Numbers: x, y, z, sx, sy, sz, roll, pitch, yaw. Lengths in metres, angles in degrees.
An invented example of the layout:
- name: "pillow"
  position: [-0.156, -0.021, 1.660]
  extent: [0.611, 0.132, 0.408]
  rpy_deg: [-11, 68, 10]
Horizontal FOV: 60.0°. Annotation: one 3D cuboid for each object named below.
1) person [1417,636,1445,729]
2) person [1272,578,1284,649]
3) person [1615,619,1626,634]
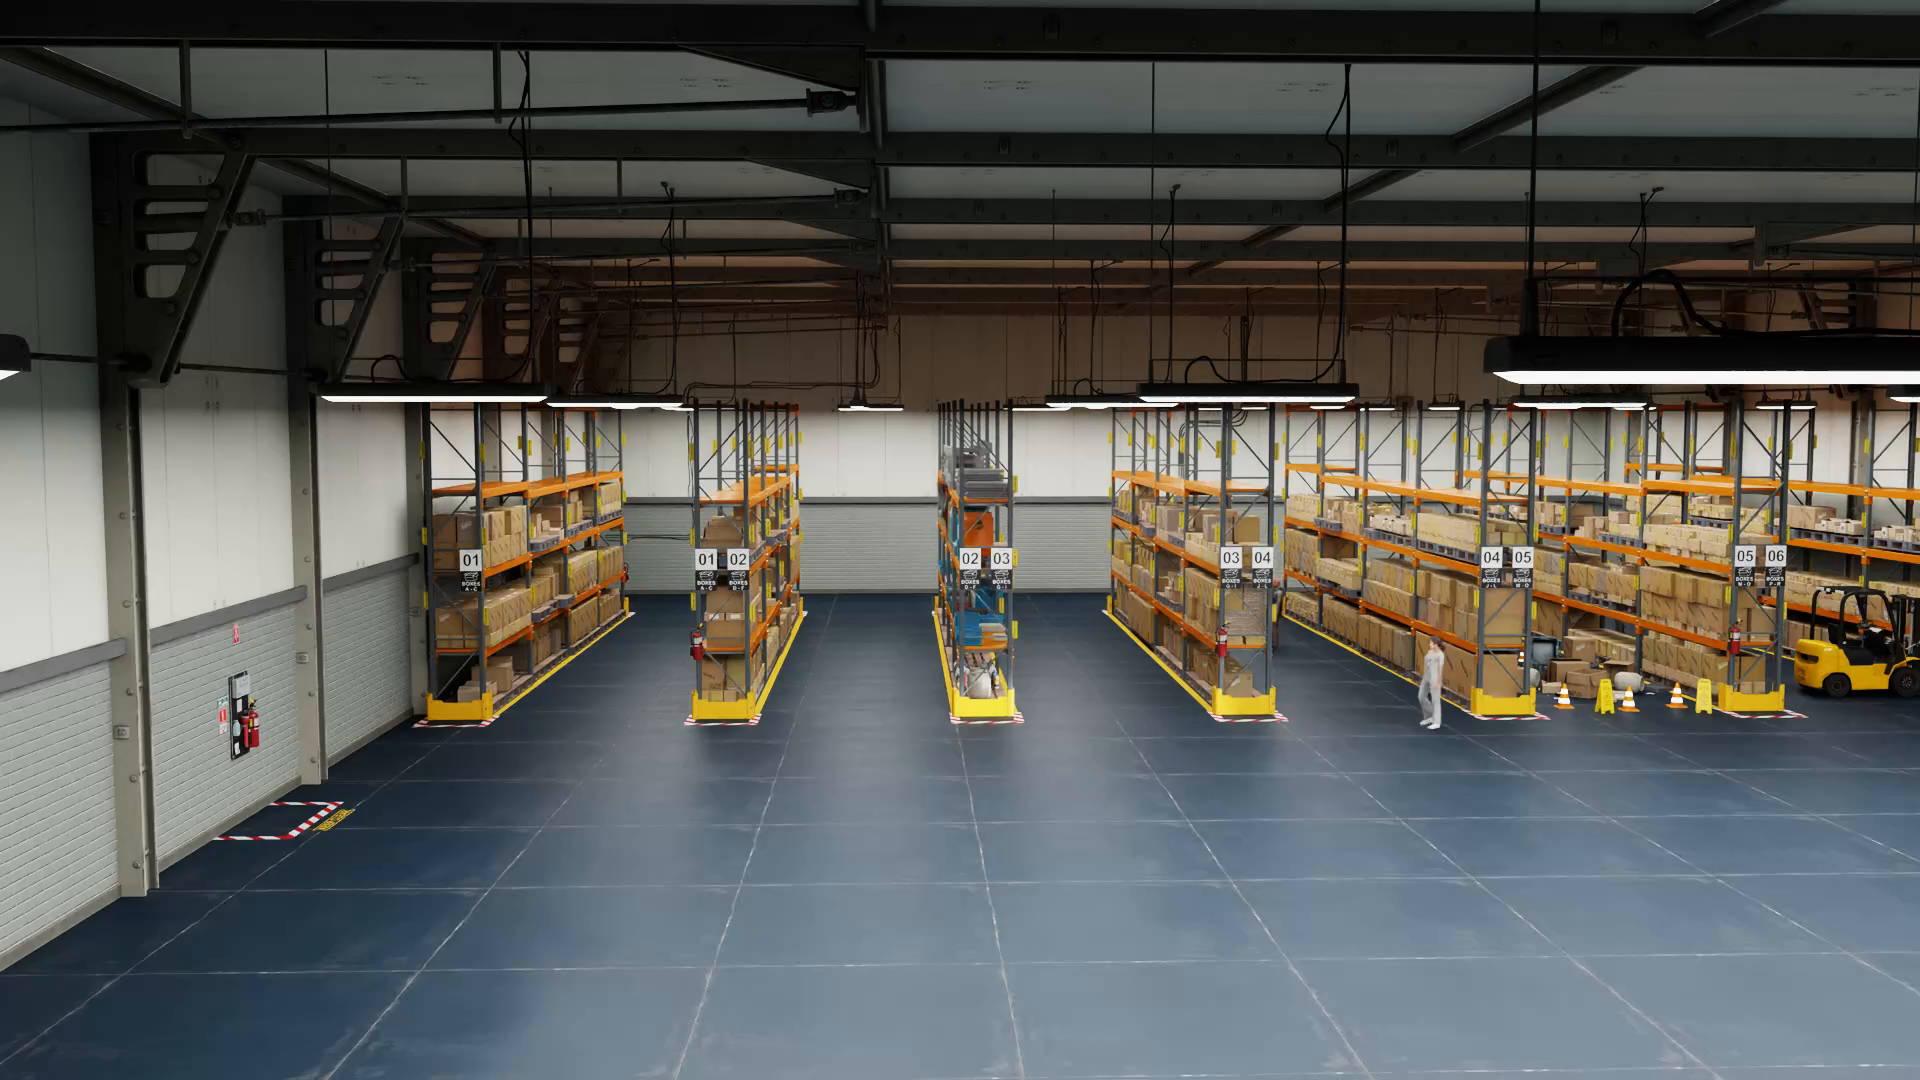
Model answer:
- name: "person"
  position: [8.596, 2.585, 30.348]
  extent: [0.422, 1.699, 0.565]
  rpy_deg: [-2, 5, -29]
- name: "person"
  position: [7.629, 1.782, 40.595]
  extent: [0.515, 1.724, 0.545]
  rpy_deg: [1, 4, 9]
- name: "person"
  position: [16.867, 1.674, 42.548]
  extent: [0.405, 1.665, 0.482]
  rpy_deg: [2, 5, 22]
